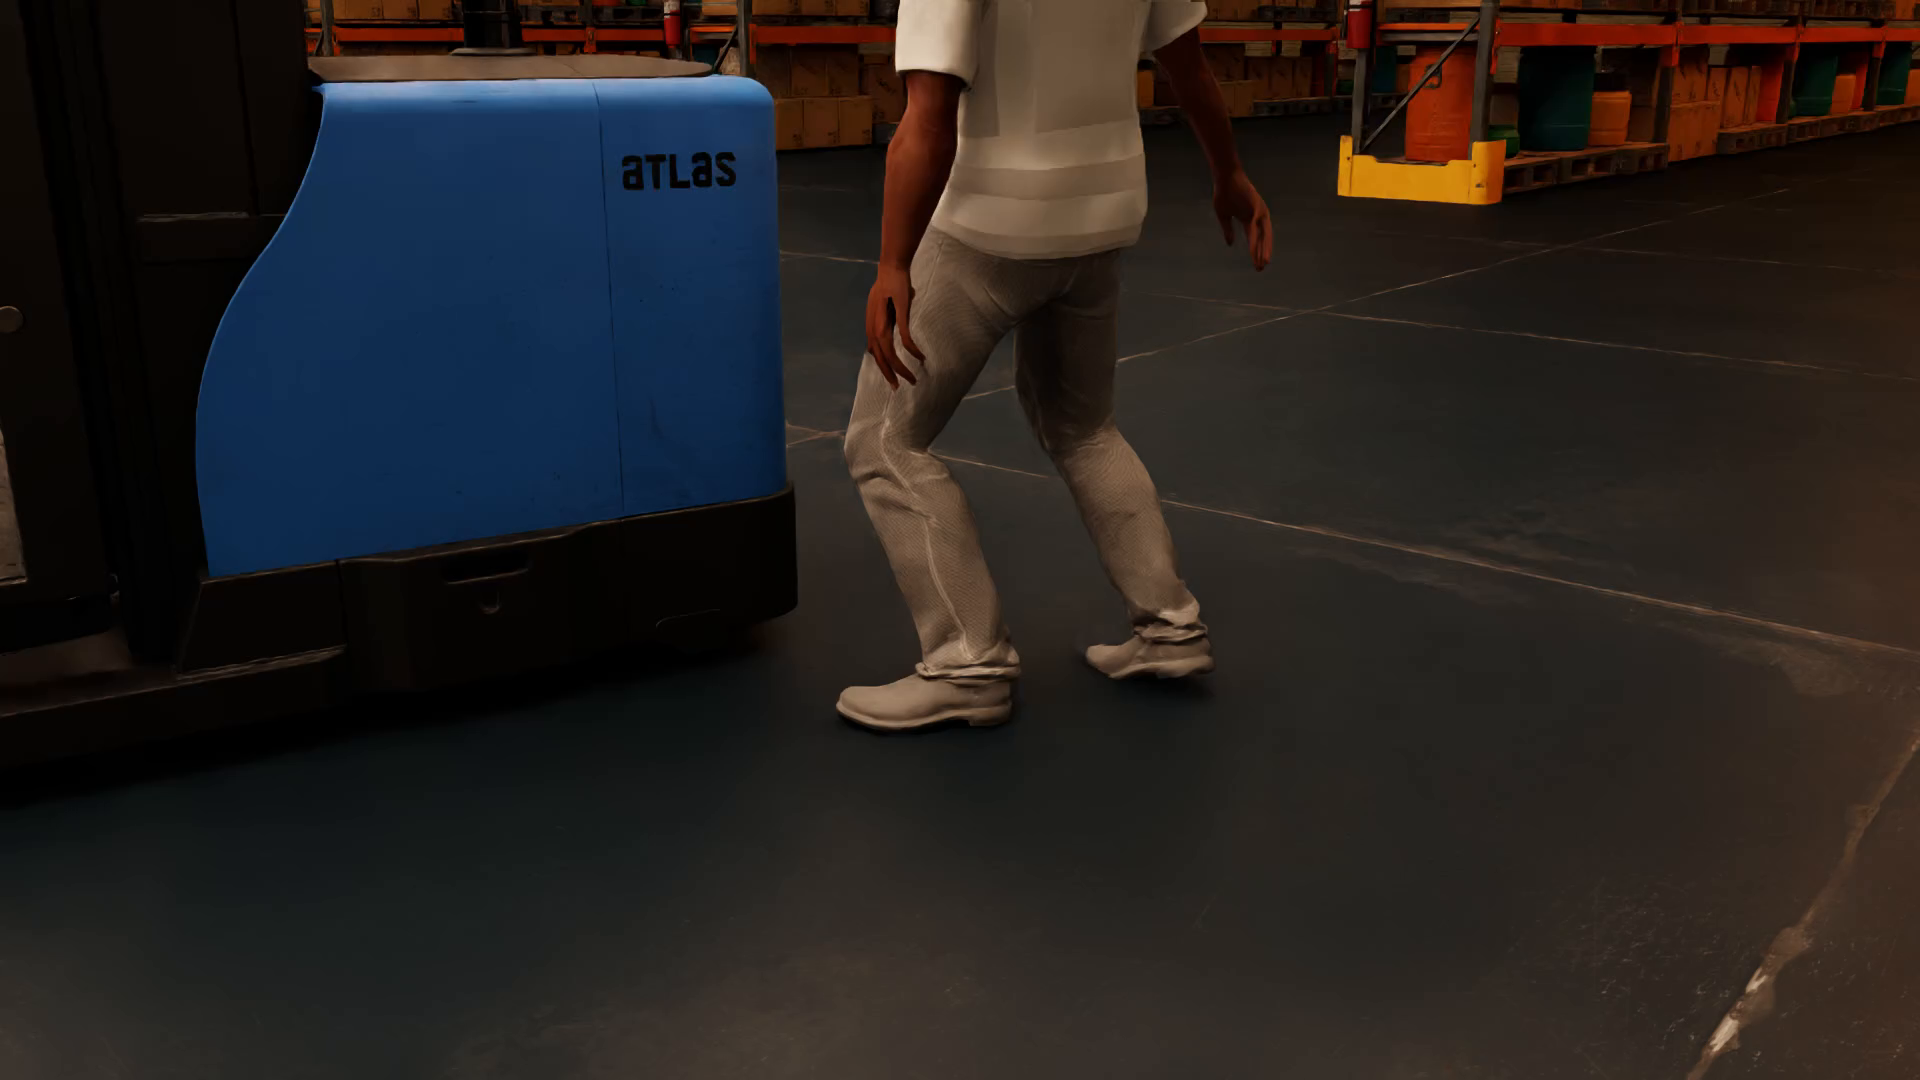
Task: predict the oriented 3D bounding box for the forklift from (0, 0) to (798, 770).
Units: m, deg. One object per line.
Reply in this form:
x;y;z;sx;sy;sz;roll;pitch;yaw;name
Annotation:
-1.852;-1.104;2.533;3.031;2.935;1.130;-10;19;-29;forklift

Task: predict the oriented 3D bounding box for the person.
0.189;-0.543;2.874;0.912;1.720;0.504;-14;22;-38;person
